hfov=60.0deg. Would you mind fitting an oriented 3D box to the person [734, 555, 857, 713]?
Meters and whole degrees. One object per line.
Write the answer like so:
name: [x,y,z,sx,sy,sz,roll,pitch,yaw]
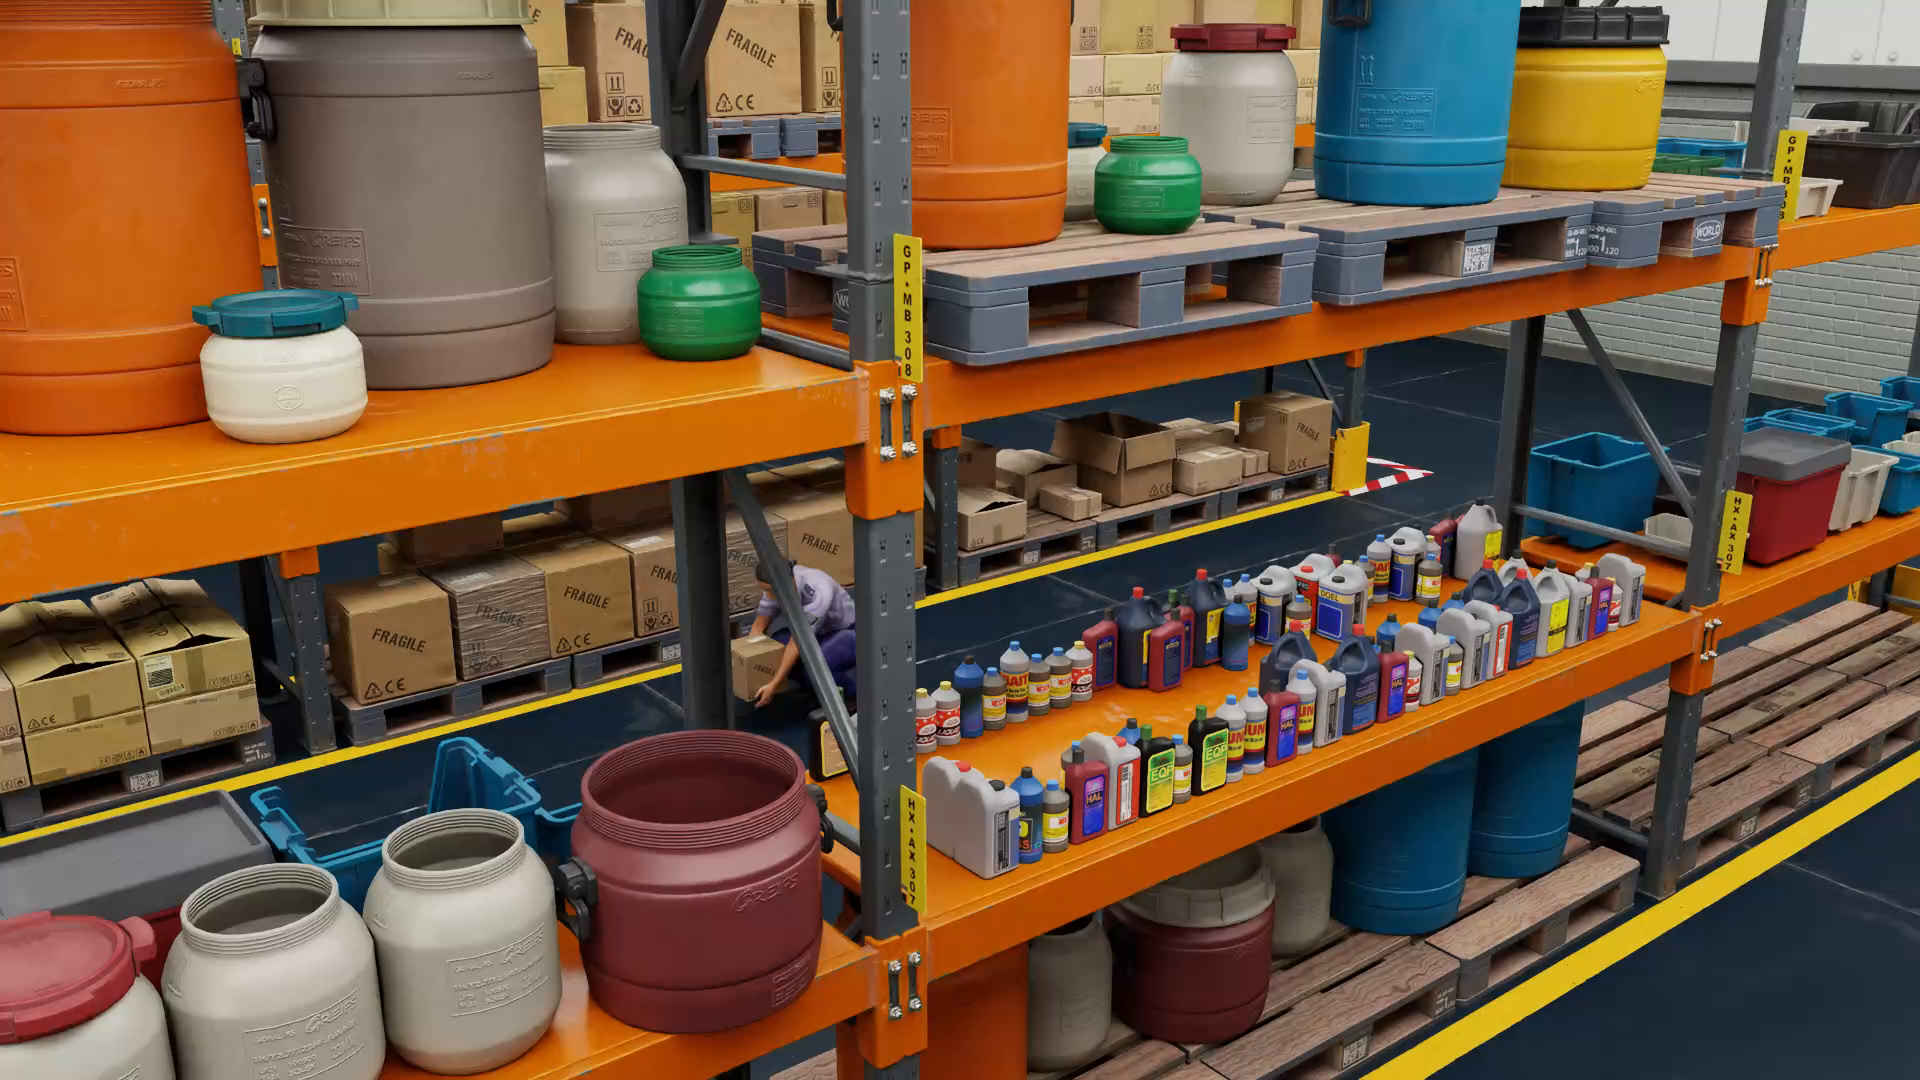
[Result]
person: [-0.809,0.471,8.794,0.832,0.942,0.519,-14,23,-37]
